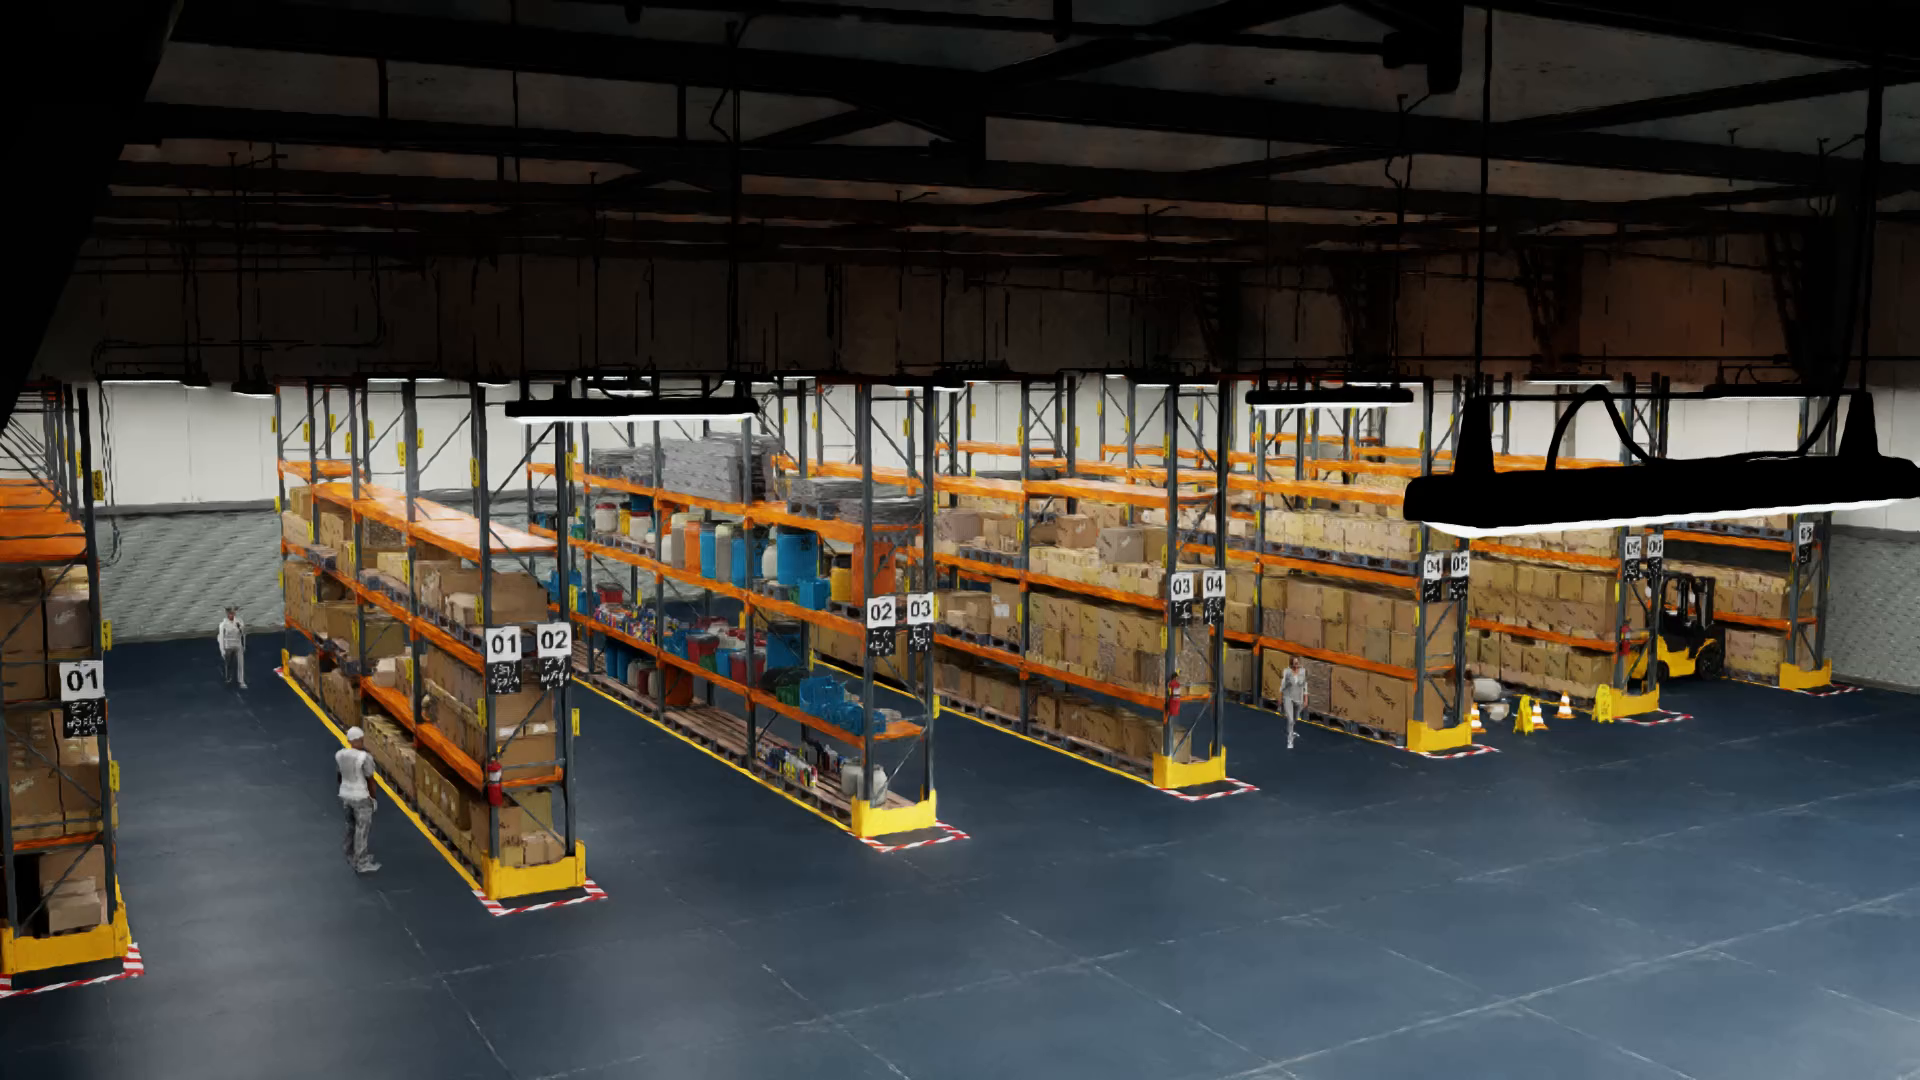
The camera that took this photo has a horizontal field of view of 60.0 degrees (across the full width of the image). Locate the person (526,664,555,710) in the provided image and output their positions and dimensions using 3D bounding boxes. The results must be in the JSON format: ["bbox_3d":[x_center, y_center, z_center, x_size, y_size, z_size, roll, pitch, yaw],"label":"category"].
[{"bbox_3d":[-7.092,2.445,28.262,0.598,1.618,0.507,-4,7,-31],"label":"person"}]

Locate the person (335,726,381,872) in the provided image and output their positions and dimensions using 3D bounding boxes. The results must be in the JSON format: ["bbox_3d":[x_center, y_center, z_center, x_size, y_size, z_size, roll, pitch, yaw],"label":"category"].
[{"bbox_3d":[-7.431,3.177,20.607,0.618,1.781,0.457,3,7,28],"label":"person"}]

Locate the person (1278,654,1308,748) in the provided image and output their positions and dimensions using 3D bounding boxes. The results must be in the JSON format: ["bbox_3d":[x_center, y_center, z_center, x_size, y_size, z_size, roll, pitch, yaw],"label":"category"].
[{"bbox_3d":[5.444,2.587,27.213,0.461,1.531,0.868,-1,6,-8],"label":"person"}]

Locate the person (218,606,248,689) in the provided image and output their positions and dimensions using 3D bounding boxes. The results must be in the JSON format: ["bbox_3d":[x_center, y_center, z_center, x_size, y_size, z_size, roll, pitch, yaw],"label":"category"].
[{"bbox_3d":[-13.957,2.033,31.912,0.479,1.589,1.076,-3,7,-27],"label":"person"}]
